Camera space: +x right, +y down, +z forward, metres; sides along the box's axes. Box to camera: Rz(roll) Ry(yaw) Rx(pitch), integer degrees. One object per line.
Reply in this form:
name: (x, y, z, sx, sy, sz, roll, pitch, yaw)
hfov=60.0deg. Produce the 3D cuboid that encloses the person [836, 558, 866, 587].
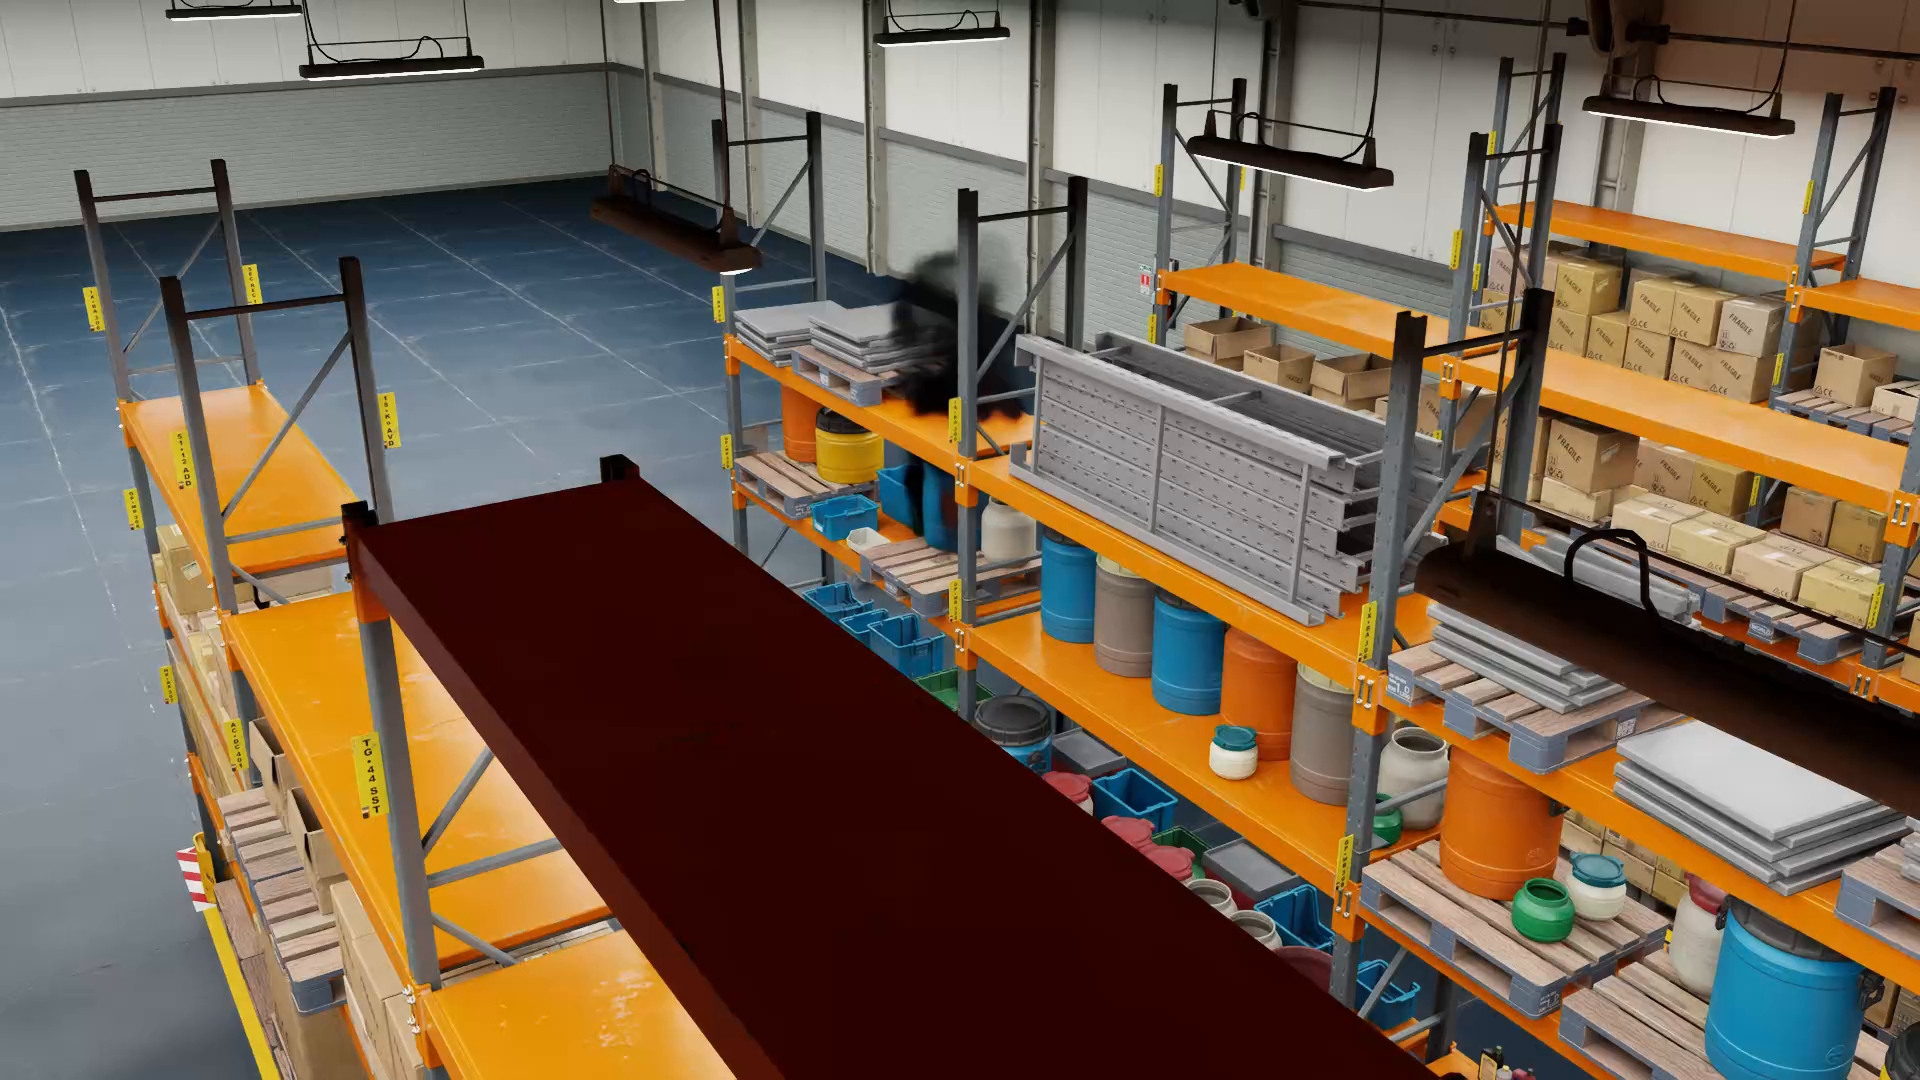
person: (-1.289, -0.240, 19.740, 0.698, 1.727, 0.574, -2, 22, -4)
